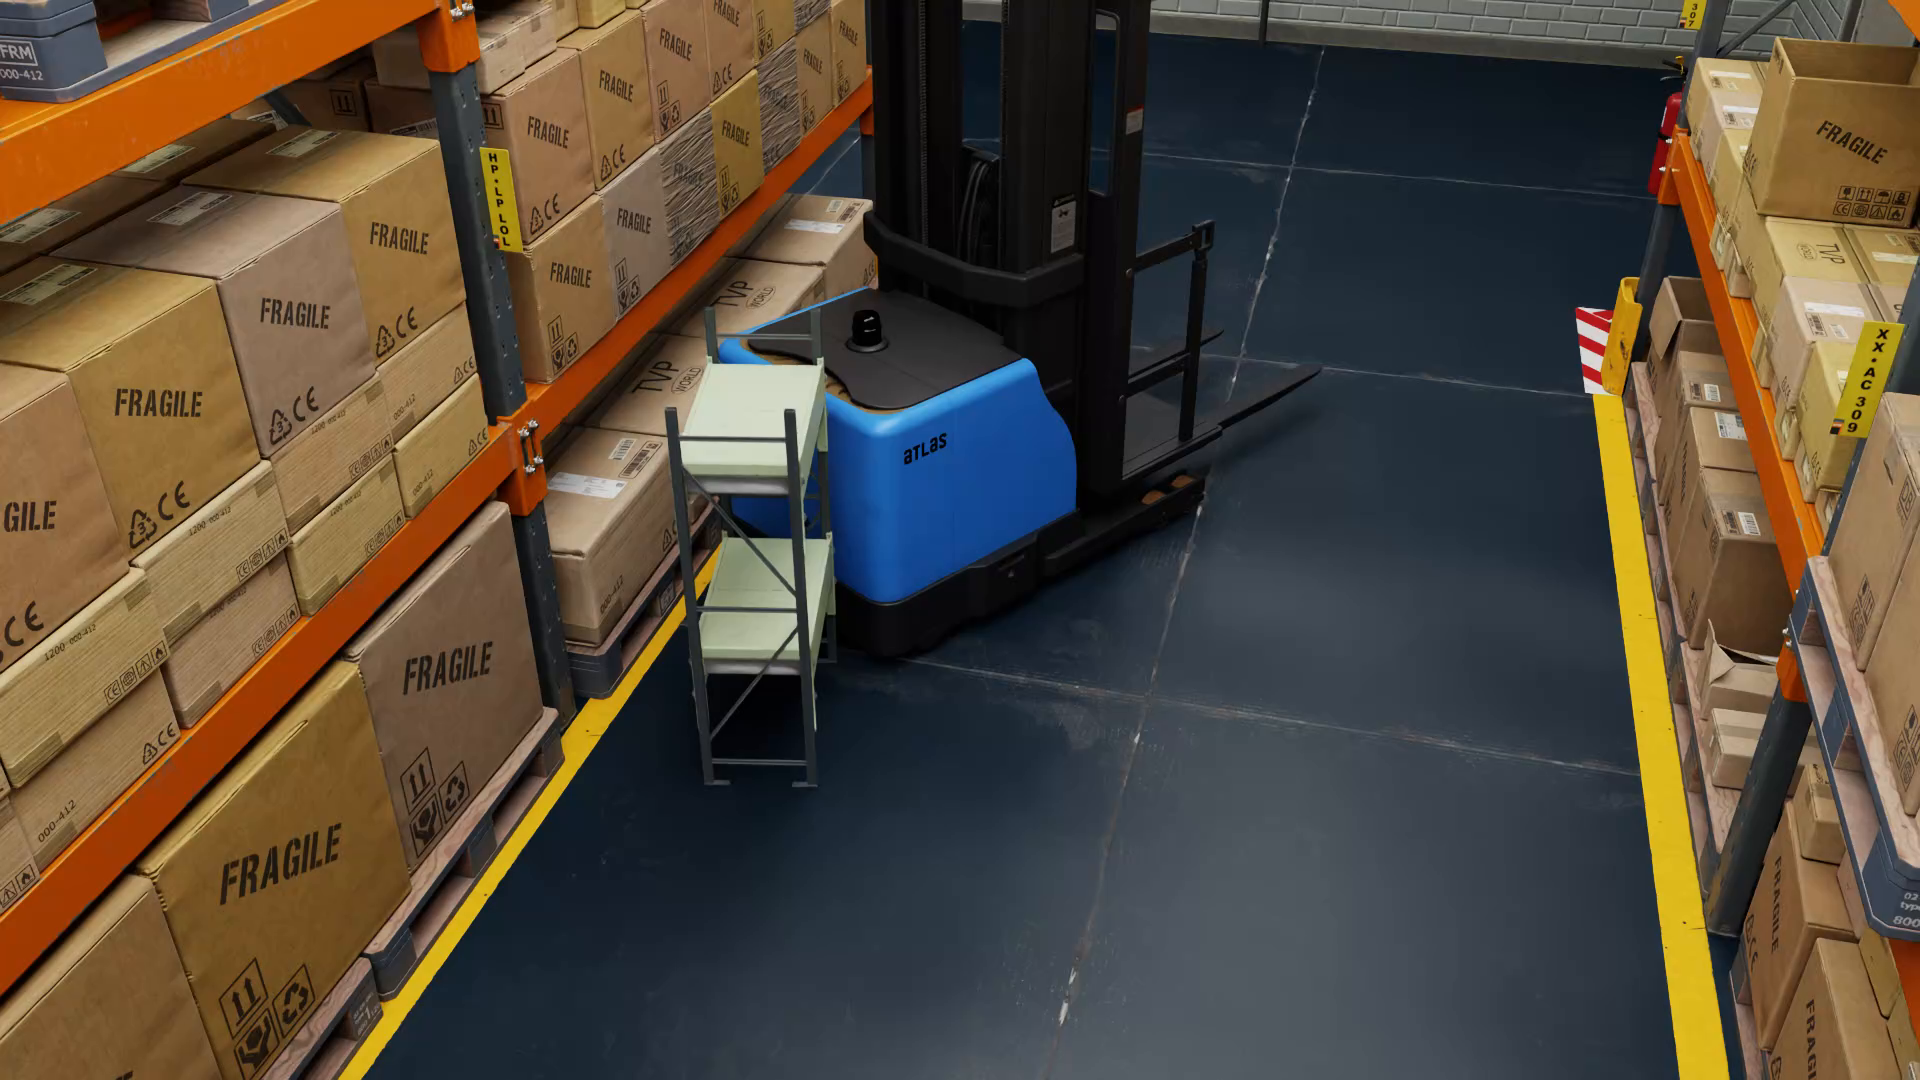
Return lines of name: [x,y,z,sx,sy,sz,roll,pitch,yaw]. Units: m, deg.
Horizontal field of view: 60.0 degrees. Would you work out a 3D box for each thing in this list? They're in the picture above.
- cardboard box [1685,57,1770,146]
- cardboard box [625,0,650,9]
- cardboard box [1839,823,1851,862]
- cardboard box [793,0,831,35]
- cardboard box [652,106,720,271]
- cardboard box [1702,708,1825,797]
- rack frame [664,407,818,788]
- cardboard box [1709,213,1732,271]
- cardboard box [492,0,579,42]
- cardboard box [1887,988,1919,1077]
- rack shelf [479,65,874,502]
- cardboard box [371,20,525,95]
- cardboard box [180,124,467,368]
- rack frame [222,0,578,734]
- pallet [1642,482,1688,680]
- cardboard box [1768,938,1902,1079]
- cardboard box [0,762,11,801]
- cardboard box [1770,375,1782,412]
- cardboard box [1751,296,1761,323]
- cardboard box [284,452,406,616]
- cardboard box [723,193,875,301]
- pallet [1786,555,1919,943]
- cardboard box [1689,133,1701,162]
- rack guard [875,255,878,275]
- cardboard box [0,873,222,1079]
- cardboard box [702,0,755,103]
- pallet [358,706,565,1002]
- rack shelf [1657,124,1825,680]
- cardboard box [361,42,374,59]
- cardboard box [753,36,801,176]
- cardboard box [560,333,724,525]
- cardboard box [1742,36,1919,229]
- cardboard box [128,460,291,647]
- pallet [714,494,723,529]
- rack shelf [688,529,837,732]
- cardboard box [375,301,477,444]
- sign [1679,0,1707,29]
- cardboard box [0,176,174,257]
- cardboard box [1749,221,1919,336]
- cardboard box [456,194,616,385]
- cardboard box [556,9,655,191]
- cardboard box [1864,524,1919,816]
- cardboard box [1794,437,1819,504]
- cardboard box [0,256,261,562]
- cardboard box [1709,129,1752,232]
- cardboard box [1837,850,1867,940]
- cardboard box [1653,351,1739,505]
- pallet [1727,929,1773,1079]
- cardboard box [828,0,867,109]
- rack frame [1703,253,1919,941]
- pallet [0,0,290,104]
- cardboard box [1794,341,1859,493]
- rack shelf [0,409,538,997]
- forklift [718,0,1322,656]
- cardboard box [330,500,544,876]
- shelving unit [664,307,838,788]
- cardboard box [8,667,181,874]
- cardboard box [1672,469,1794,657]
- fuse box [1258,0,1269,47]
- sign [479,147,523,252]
cardboard box: [3.511,-1.916,7.331,0.500,0.250,0.500,8,33,13]
cardboard box: [-1.308,-2.045,6.041,0.380,0.149,0.250,7,33,11]
cardboard box: [2.503,0.793,4.264,0.380,0.149,0.250,6,33,10]
cardboard box: [-0.912,-2.633,7.570,0.500,0.500,0.500,8,33,13]
cardboard box: [-1.295,-1.419,6.592,0.500,0.500,0.500,8,33,13]
cardboard box: [2.728,0.720,5.588,0.380,0.149,0.250,7,33,11]
rack frame: [-0.703,0.234,5.485,0.400,1.500,0.023,1,32,2]
cardboard box: [3.162,-1.152,6.500,0.380,0.149,0.250,7,33,11]
cardboard box: [-1.526,-1.791,5.641,0.380,0.149,0.250,8,33,12]
cardboard box: [2.417,1.210,3.885,0.380,0.149,0.250,7,33,12]
rack shelf: [-1.423,-1.385,7.303,1.077,0.370,4.000,8,33,12]
cardboard box: [-1.600,-1.517,5.211,0.380,0.149,0.250,8,33,12]
cardboard box: [-1.801,-0.849,4.764,0.500,0.500,0.500,9,34,14]
rack frame: [-1.931,-0.651,5.478,1.000,3.000,0.127,8,33,12]
pallet: [3.354,0.209,6.725,1.003,0.211,1.213,8,33,12]
cardboard box: [2.405,1.399,4.192,0.500,0.500,0.500,8,33,12]
cardboard box: [-2.308,0.523,3.305,0.500,0.250,0.500,8,33,12]
cardboard box: [2.888,-0.479,5.442,0.380,0.149,0.250,9,34,14]
cardboard box: [3.117,-0.869,6.055,0.380,0.149,0.250,8,33,12]
cardboard box: [-1.931,-0.056,4.682,0.500,0.250,0.500,8,33,12]
cardboard box: [-0.987,-1.466,8.757,0.875,0.438,0.875,7,33,11]
pallet: [2.563,0.504,3.840,1.003,0.211,1.213,8,33,12]
cardboard box: [3.537,-1.813,7.541,0.380,0.149,0.250,8,33,12]
rack guard: [-0.910,-1.684,9.433,1.175,0.500,0.348,8,33,12]
cardboard box: [-2.460,1.335,3.943,0.875,0.875,0.875,8,33,13]
cardboard box: [-1.170,-2.116,6.757,0.500,0.500,0.500,8,33,12]
pallet: [-2.054,0.937,5.580,1.003,0.211,1.213,8,33,12]
rack shelf: [3.379,-0.711,6.243,1.077,0.370,4.000,8,33,12]
cardboard box: [-1.989,-1.714,5.520,0.380,0.149,0.250,9,33,14]
cardboard box: [-1.045,-1.956,7.437,0.500,0.500,0.500,9,34,14]
cardboard box: [-1.441,-0.523,7.273,0.875,0.438,0.875,7,33,11]
cardboard box: [3.130,-1.454,5.905,0.500,0.500,0.500,9,34,14]
cardboard box: [-2.053,-0.007,4.138,0.500,0.250,0.500,9,33,14]
pallet: [-1.355,-0.493,7.829,1.003,0.211,1.213,8,33,12]
rack shelf: [-0.691,0.312,5.968,0.431,0.370,0.720,1,32,2]
cardboard box: [-1.808,-0.537,4.972,0.500,0.250,0.500,8,33,12]
sign: [3.361,-2.492,7.567,0.100,0.325,0.005,8,33,12]
cardboard box: [-2.423,-0.658,4.464,0.500,0.500,0.500,8,33,12]
cardboard box: [3.017,-0.856,5.662,0.500,0.250,0.500,8,33,12]
cardboard box: [-1.559,-0.901,5.778,0.500,0.500,0.500,9,34,14]
cardboard box: [-1.442,-1.590,5.930,0.500,0.500,0.500,8,33,12]
cardboard box: [2.401,0.293,3.509,0.700,0.500,0.500,8,33,13]
cardboard box: [2.753,-0.209,5.017,0.380,0.149,0.250,9,34,14]
cardboard box: [-2.073,-0.319,3.931,0.500,0.500,0.500,9,34,14]
cardboard box: [3.257,-1.391,6.505,0.500,0.250,0.500,7,33,11]
cardboard box: [2.527,0.931,4.323,0.380,0.149,0.250,7,33,11]
cardboard box: [3.385,-0.432,7.072,0.700,0.500,0.500,9,34,14]
pallet: [2.701,1.627,4.494,1.003,0.211,1.213,8,33,12]
cardboard box: [-0.782,-2.482,8.266,0.500,0.500,0.500,8,33,13]
rack frame: [2.871,0.023,4.418,1.000,3.000,0.127,8,33,12]
pallet: [-2.116,-1.353,3.965,0.805,0.209,1.217,7,33,10]
cardboard box: [2.764,-0.337,4.846,0.500,0.250,0.500,9,33,14]
rack shelf: [-2.439,0.691,4.038,1.077,0.370,4.000,8,33,12]
forklift: [0.454,-1.468,6.827,3.031,2.935,1.130,-27,41,-36]
cardboard box: [-2.011,0.401,5.412,0.875,0.875,0.875,9,34,14]
shelving unit: [-0.691,0.037,5.793,0.431,1.500,0.755,1,32,2]
cardboard box: [-2.205,0.472,3.852,0.500,0.250,0.500,8,33,12]
cardboard box: [3.121,0.107,6.225,0.700,0.500,0.500,7,33,11]
fuse box: [2.487,-4.750,13.127,0.539,1.711,0.414,8,33,12]
sign: [-1.404,-1.037,5.080,0.100,0.325,0.005,8,33,12]
